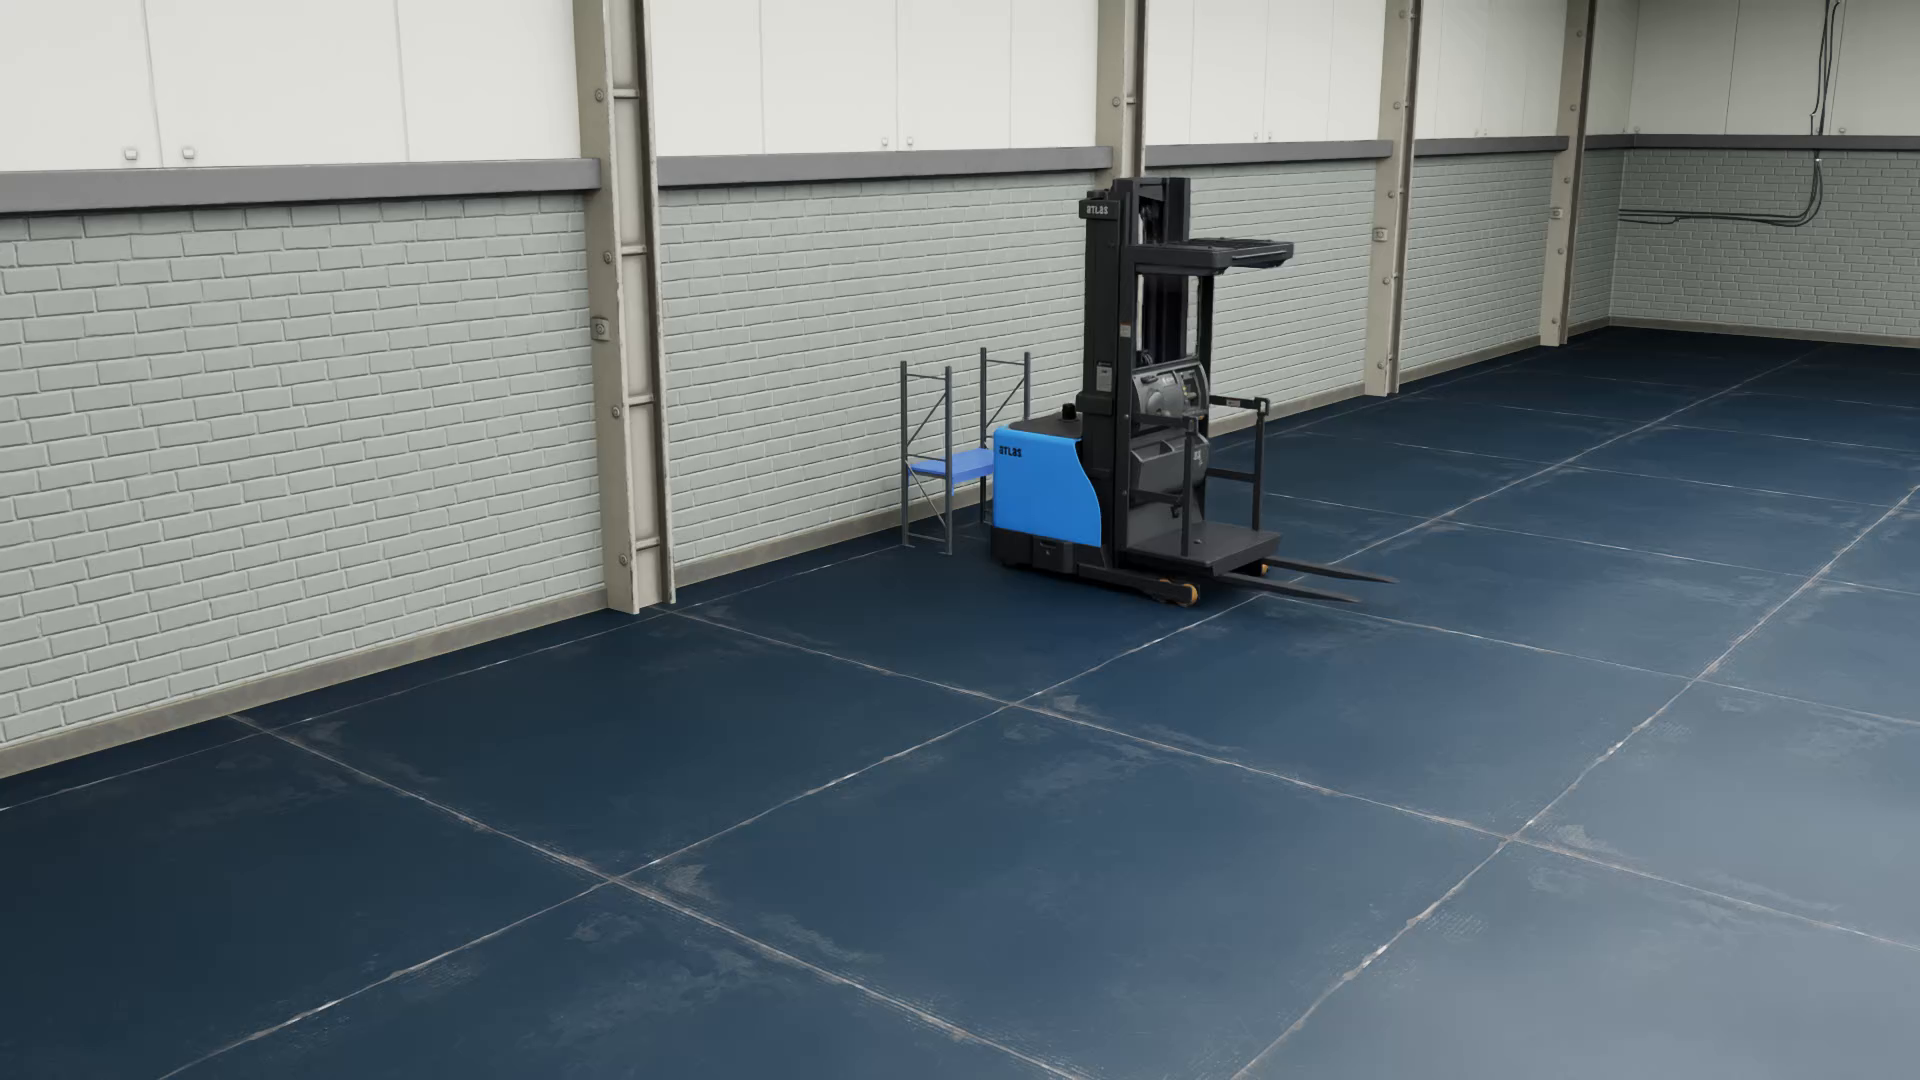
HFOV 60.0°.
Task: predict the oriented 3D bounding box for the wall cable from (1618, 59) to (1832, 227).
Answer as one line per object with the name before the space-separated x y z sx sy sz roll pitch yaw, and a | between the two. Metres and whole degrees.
wall cable | 11.924 -6.206 26.083 3.097 2.526 0.112 11 18 38

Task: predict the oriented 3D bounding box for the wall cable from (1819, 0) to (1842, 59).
wall cable | 14.029 -8.235 23.813 3.097 2.526 0.112 11 18 38

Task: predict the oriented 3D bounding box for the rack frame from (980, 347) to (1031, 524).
rack frame | 0.373 -0.841 13.886 0.500 1.500 0.032 11 18 38

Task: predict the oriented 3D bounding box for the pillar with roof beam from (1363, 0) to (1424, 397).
pillar with roof beam | 8.622 -5.536 17.139 9.100 9.000 0.400 11 18 38

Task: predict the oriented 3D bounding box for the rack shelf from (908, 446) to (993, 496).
rack shelf | 0.054 -0.569 13.547 0.538 0.185 1.000 11 18 38

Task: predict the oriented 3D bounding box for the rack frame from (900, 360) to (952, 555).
rack frame | -0.266 -0.646 13.119 0.500 1.500 0.032 11 18 38

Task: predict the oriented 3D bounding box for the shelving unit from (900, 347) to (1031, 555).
shelving unit | 0.054 -0.743 13.503 0.538 1.500 1.048 11 18 38

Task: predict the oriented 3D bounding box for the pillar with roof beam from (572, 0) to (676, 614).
pillar with roof beam | 1.080 -3.238 8.093 9.100 9.000 0.400 11 18 38

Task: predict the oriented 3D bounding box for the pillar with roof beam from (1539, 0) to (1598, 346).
pillar with roof beam | 12.393 -6.685 21.662 9.100 9.000 0.400 11 18 38

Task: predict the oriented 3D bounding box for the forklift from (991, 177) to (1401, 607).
forklift | 1.697 -1.093 11.974 3.031 2.935 1.130 11 18 38

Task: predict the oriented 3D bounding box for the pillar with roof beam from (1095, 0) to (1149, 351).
pillar with roof beam | 4.851 -4.387 12.616 9.100 9.000 0.400 11 18 38
